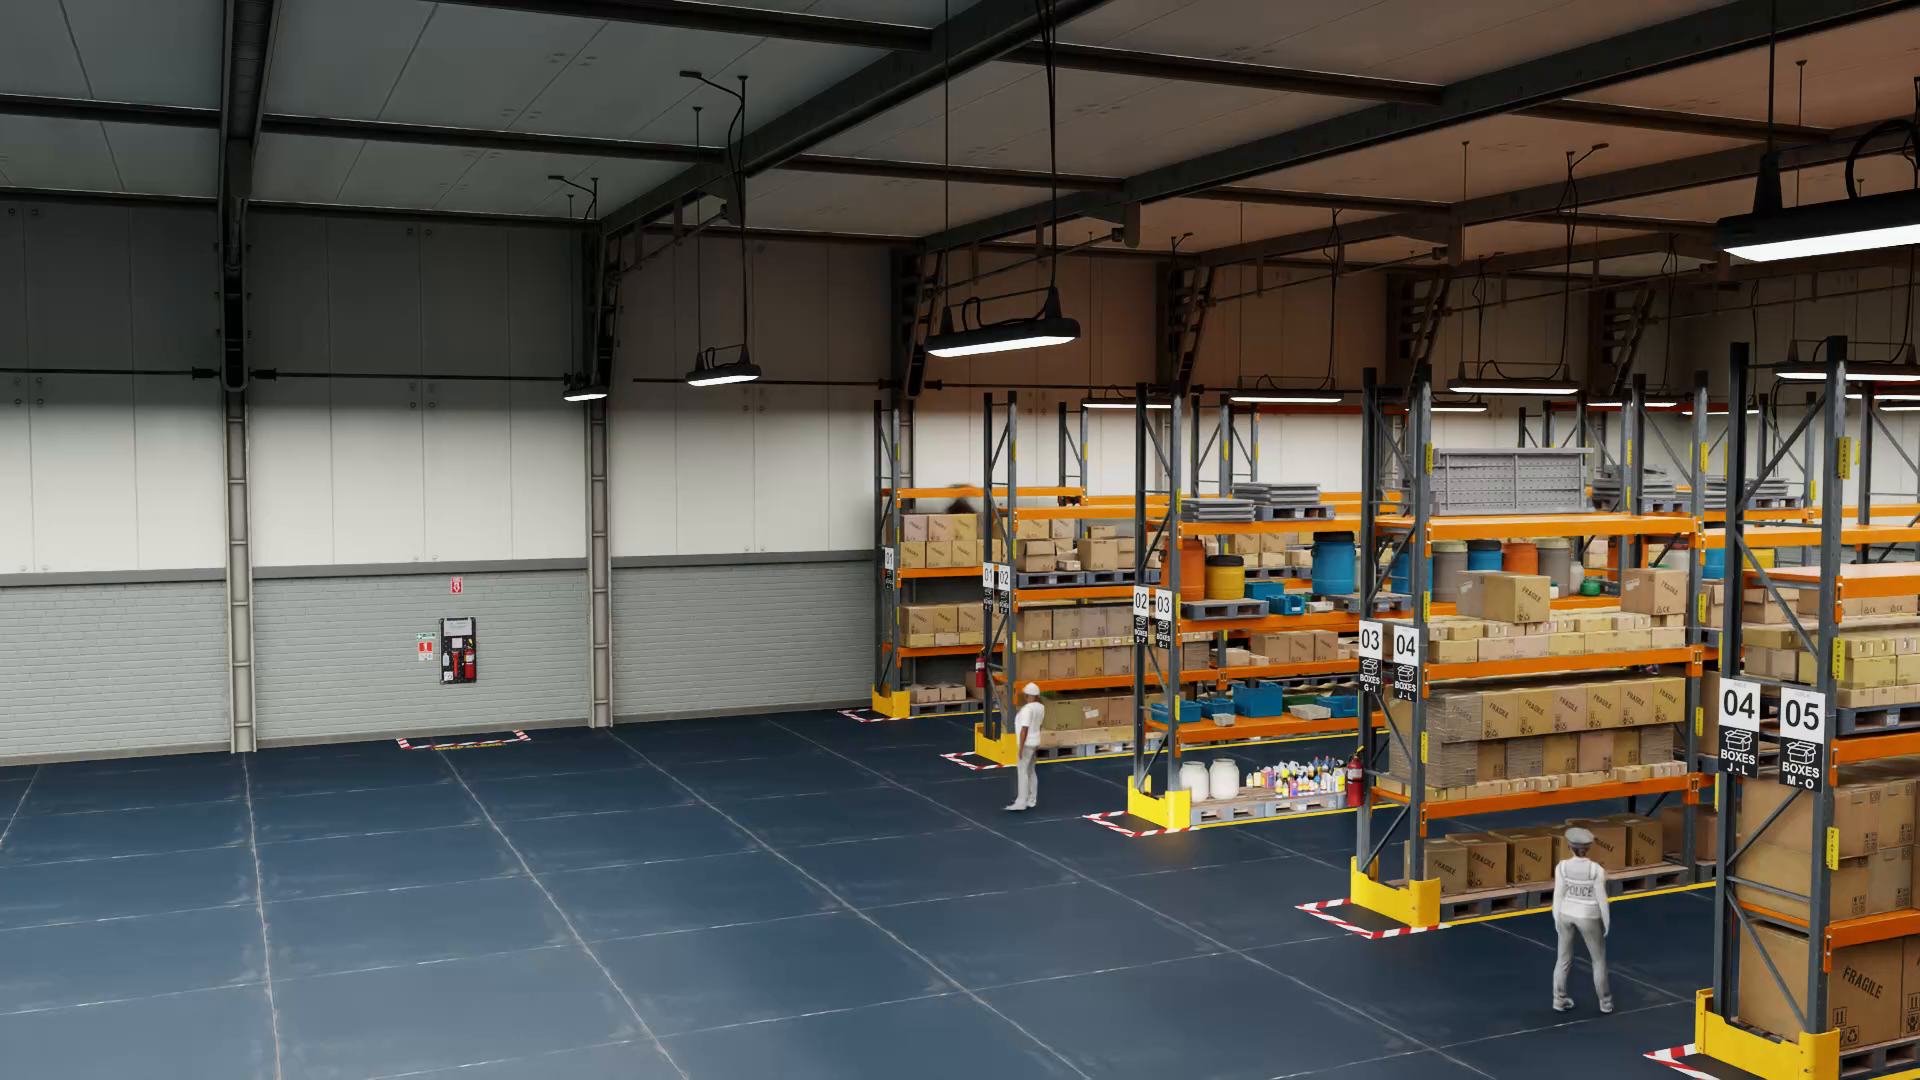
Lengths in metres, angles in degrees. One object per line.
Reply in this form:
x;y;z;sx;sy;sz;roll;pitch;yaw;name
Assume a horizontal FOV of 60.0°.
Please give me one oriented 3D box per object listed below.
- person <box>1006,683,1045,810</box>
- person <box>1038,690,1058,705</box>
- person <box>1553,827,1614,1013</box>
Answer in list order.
0.929;2.908;23.546;0.469;1.768;0.614;1;3;15;person
1.565;2.563;29.663;0.567;1.803;0.633;-1;4;-23;person
5.704;3.446;15.130;0.547;1.678;0.458;-3;4;-40;person
